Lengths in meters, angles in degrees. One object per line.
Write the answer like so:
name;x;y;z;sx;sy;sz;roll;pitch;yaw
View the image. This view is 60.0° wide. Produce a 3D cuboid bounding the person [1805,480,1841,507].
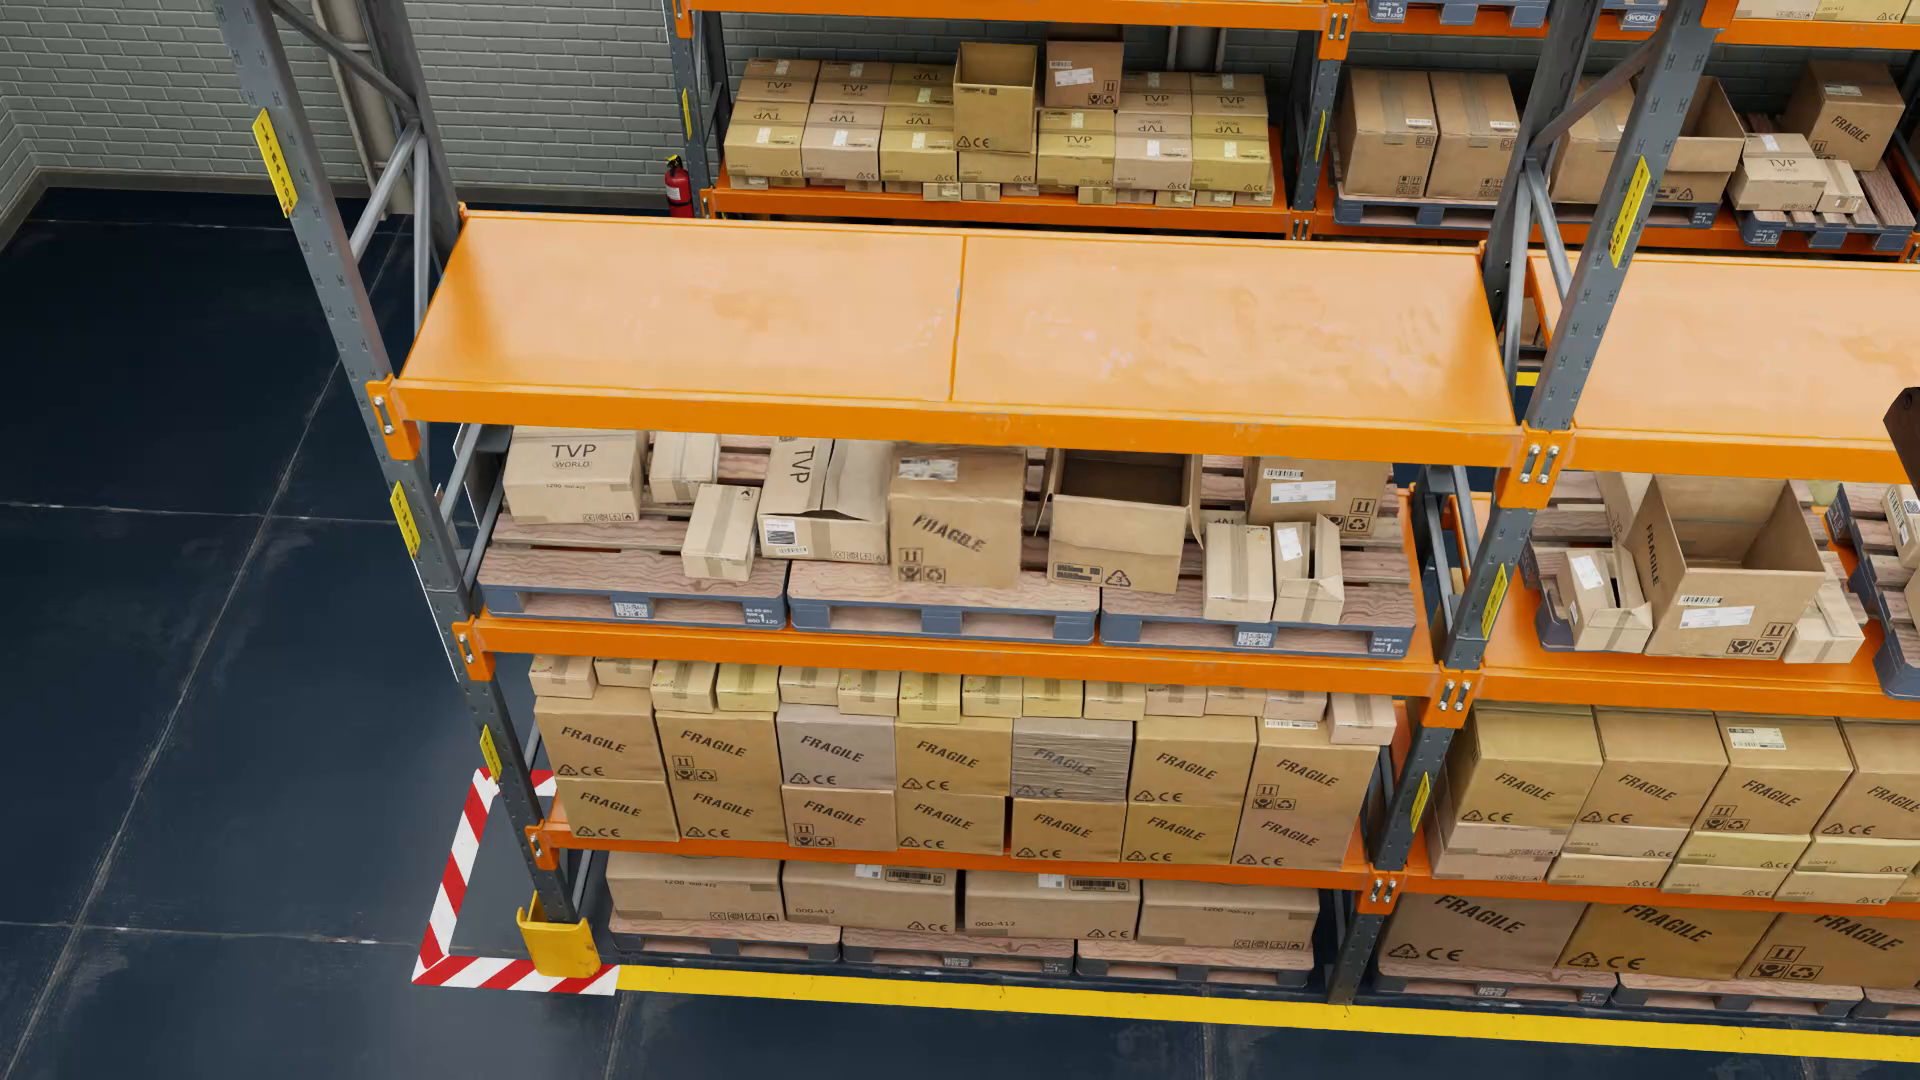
person;4.929;0.074;9.754;0.595;1.472;0.458;-3;48;-2
